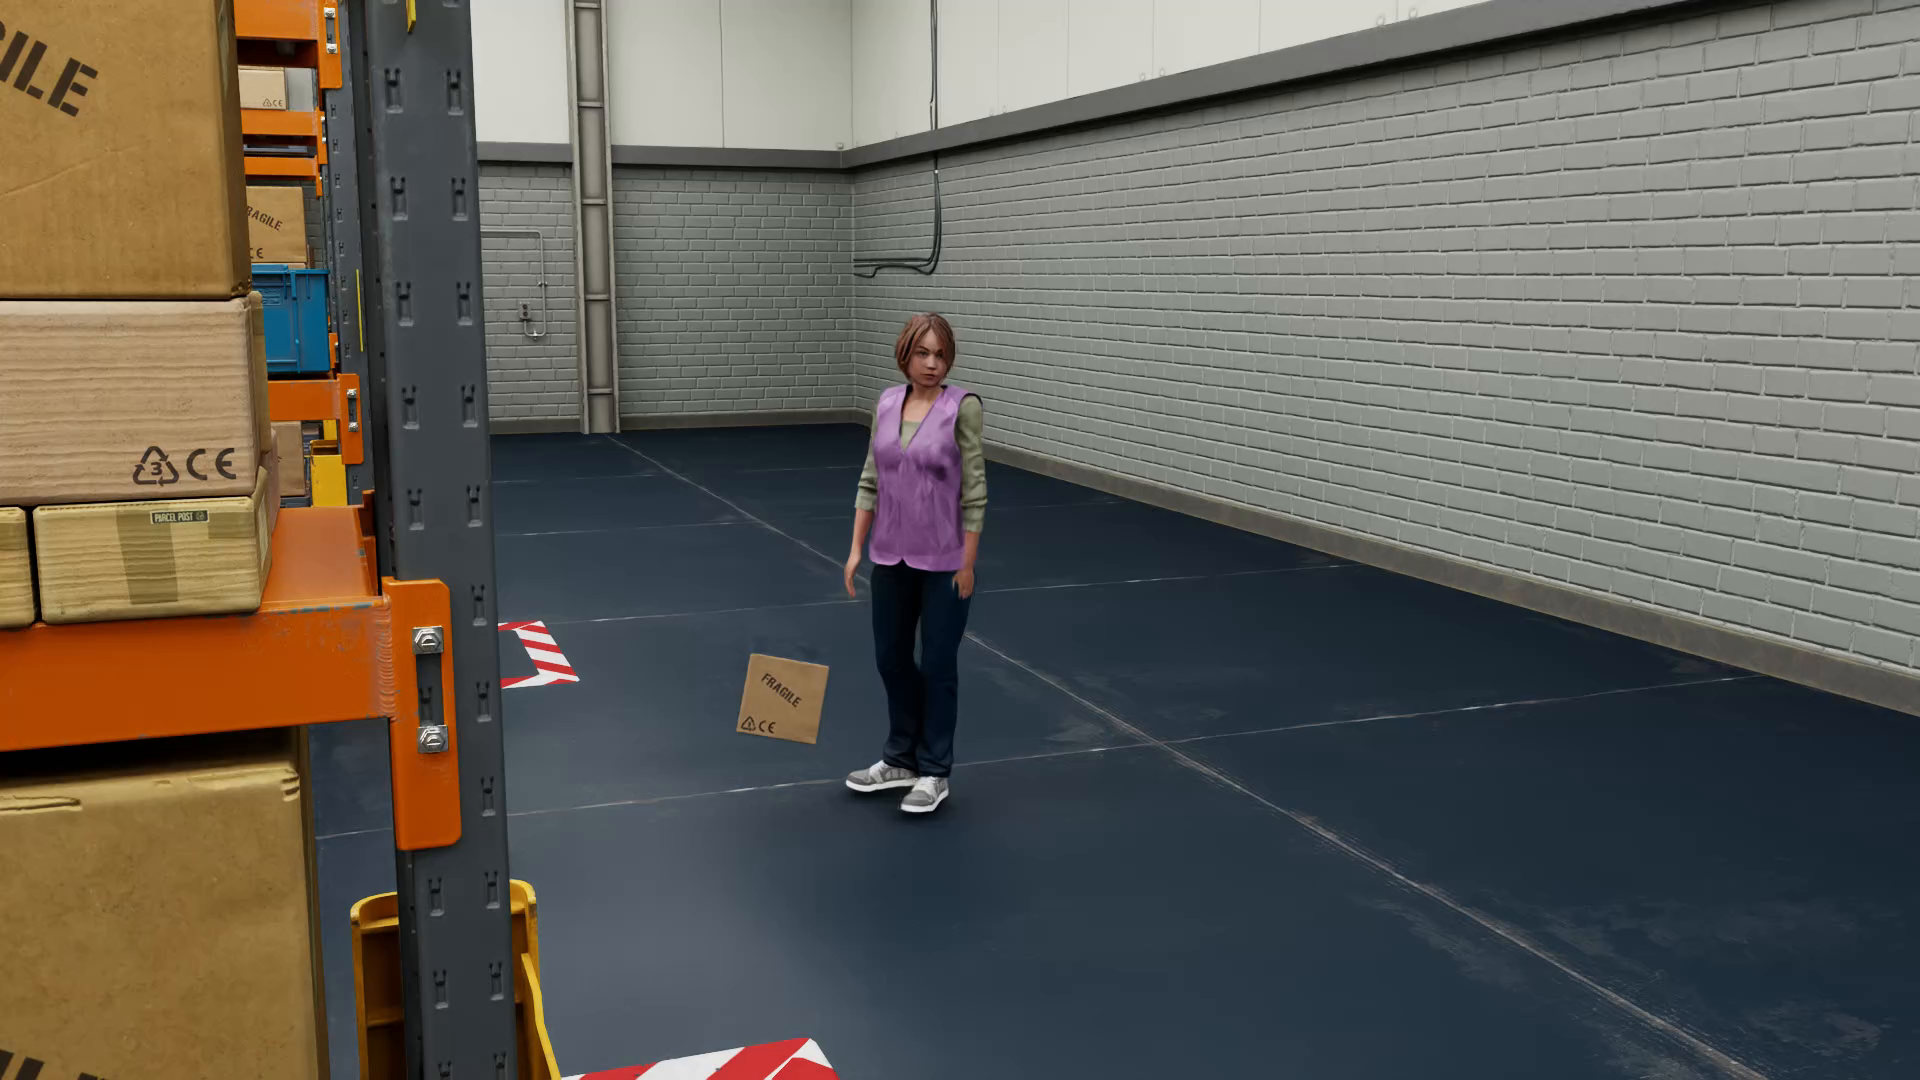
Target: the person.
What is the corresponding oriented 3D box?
[{"bbox_3d":[-0.167,0.077,5.328,0.549,1.600,0.363,5,10,28],"label":"person"}]
